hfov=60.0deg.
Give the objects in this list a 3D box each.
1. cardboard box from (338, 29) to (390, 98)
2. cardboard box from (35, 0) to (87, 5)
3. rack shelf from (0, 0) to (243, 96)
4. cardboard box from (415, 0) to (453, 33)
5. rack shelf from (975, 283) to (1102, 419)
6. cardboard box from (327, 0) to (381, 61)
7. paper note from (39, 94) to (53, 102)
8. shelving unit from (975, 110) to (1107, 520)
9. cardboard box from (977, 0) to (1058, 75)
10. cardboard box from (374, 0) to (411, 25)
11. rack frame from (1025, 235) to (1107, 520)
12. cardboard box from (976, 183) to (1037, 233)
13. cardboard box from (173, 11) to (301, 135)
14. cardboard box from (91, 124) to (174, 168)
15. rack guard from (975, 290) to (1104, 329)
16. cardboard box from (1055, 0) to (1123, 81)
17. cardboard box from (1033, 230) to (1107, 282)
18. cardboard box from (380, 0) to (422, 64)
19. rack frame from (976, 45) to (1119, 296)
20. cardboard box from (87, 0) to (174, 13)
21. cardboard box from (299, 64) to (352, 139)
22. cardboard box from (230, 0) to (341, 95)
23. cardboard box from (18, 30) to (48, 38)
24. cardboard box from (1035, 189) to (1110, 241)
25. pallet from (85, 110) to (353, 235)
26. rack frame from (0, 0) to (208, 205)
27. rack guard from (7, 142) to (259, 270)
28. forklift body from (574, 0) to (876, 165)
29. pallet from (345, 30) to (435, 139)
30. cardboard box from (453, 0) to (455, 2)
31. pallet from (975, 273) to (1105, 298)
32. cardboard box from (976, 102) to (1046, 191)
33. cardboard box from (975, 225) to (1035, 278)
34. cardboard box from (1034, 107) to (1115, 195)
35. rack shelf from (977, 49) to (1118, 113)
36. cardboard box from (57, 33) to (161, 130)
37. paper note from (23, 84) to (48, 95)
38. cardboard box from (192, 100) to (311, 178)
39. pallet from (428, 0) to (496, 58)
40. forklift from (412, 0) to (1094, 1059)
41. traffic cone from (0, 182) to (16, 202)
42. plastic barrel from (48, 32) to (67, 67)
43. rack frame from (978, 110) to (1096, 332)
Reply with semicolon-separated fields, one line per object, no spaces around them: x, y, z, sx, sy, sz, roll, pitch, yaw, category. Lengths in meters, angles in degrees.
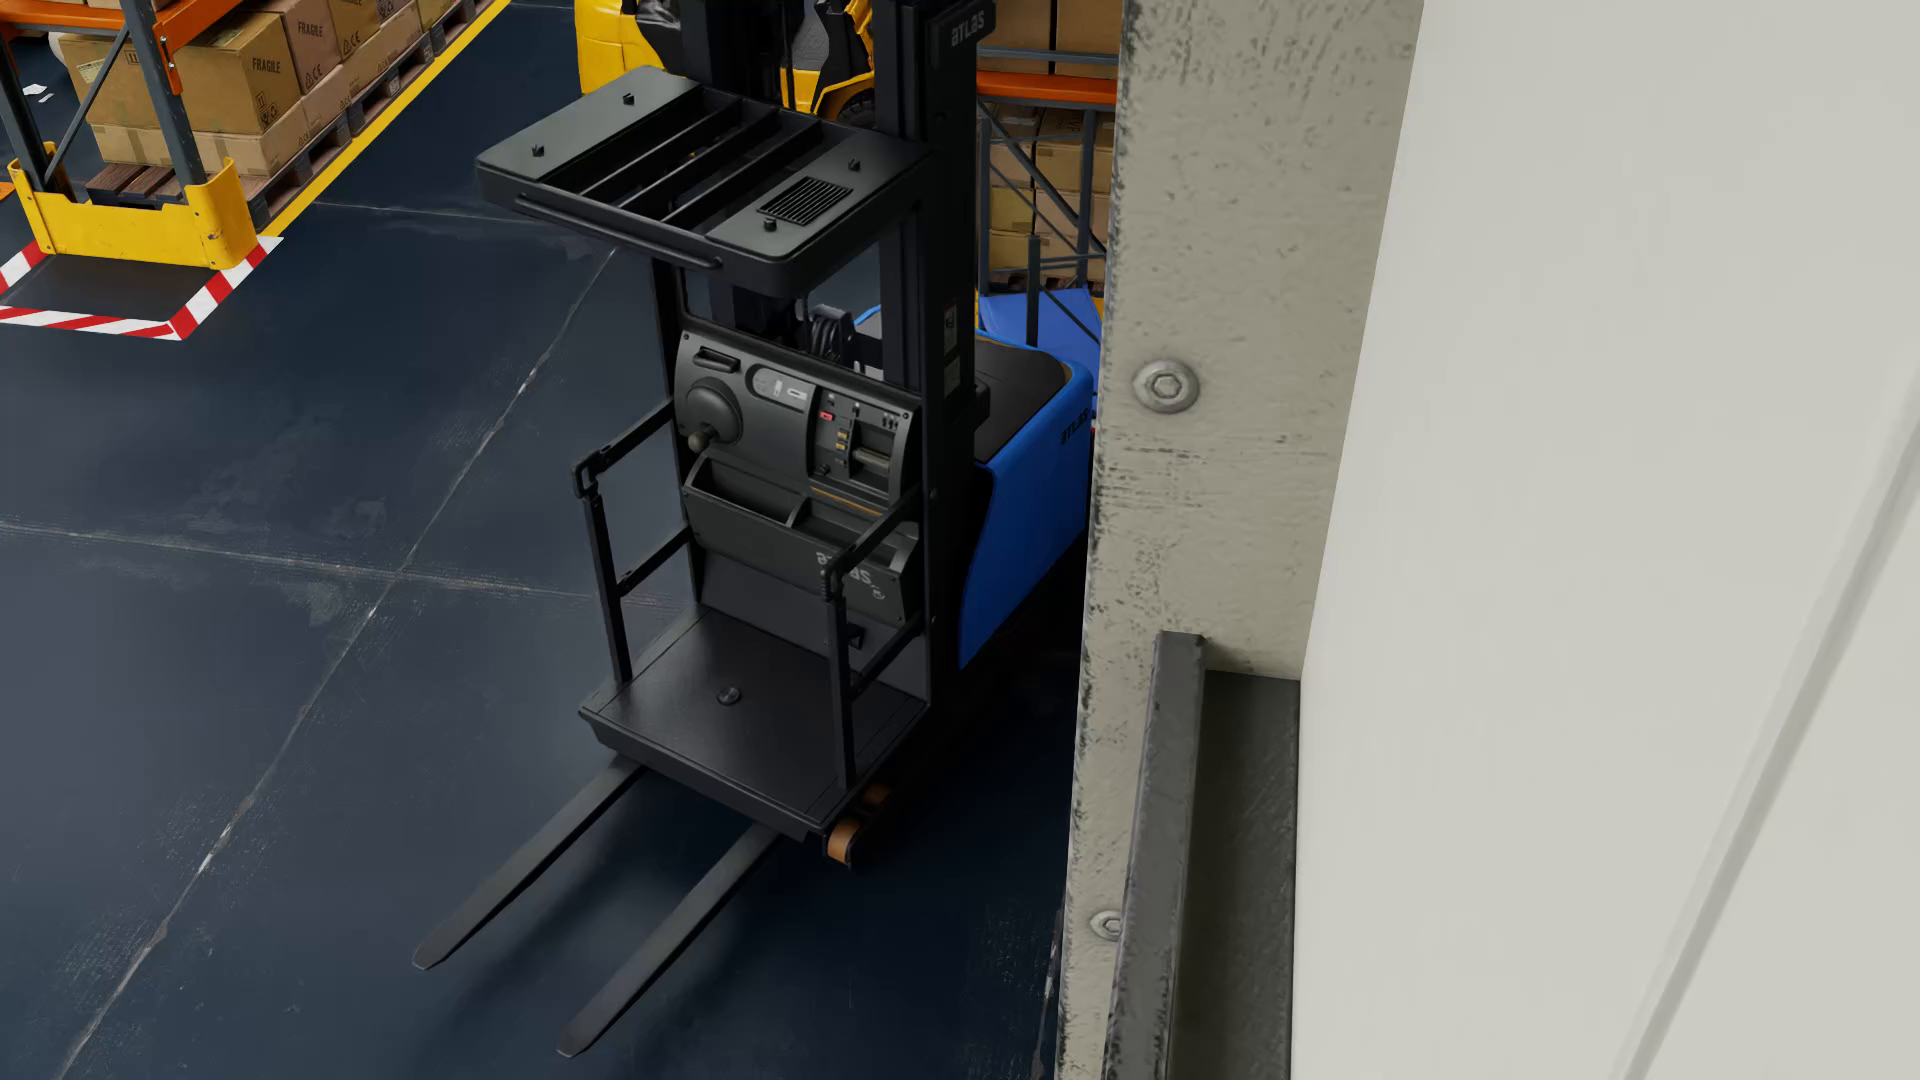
-3.916;-2.980;10.329;0.500;0.250;0.500;9;40;11;cardboard box
-4.652;-2.900;8.601;0.380;0.149;0.250;8;40;9;cardboard box
-4.160;-3.717;9.956;1.077;0.370;4.000;6;40;8;rack shelf
-3.734;-3.615;11.097;0.500;0.250;0.500;5;40;6;cardboard box
0.420;-0.771;7.288;0.538;0.185;1.000;-6;40;-8;rack shelf
-3.910;-3.263;10.083;0.500;0.500;0.500;7;40;9;cardboard box
-5.867;-2.839;10.676;0.032;0.001;0.123;6;40;8;paper note
0.420;-0.910;7.174;0.538;1.500;1.048;-6;40;-8;shelving unit
0.210;-2.570;7.926;0.500;0.500;0.500;6;40;7;cardboard box
-3.825;-3.600;10.489;0.500;0.500;0.500;8;40;10;cardboard box
0.508;-0.591;6.788;0.500;1.500;0.032;-6;40;-8;rack frame
0.160;-1.828;8.543;0.500;0.250;0.500;6;40;7;cardboard box
-4.091;-2.621;9.305;0.500;0.500;0.500;5;40;6;cardboard box
-4.627;-2.393;9.618;0.500;0.250;0.500;6;40;7;cardboard box
0.379;-1.215;8.328;1.175;0.500;0.348;6;40;8;rack guard
0.743;-2.513;7.856;0.500;0.500;0.500;8;40;9;cardboard box
0.661;-1.583;8.638;0.500;0.250;0.500;7;40;8;cardboard box
-3.826;-3.297;10.712;0.500;0.250;0.500;7;40;8;cardboard box
0.383;-2.194;7.549;1.000;3.000;0.127;6;40;8;rack frame
-4.243;-2.832;8.519;0.380;0.149;0.250;7;40;8;cardboard box
-3.998;-2.636;9.913;0.500;0.250;0.500;8;40;9;cardboard box
-4.004;-2.949;9.703;0.500;0.500;0.500;5;40;6;cardboard box
-6.542;-3.798;11.343;0.797;0.637;0.503;6;40;8;cardboard box
0.669;-1.761;8.462;0.500;0.250;0.500;7;40;8;cardboard box
-4.318;-2.218;9.767;1.003;0.211;1.213;6;40;8;pallet
-4.506;-2.739;8.208;1.000;3.000;0.127;6;40;8;rack frame
-4.493;-1.823;9.063;1.175;0.500;0.348;6;40;8;rack guard
-1.085;-3.258;9.502;2.313;2.155;1.214;6;40;8;forklift body
-4.104;-2.981;10.690;1.003;0.211;1.213;6;40;8;pallet
-3.651;-3.951;11.502;0.500;0.250;0.500;8;40;10;cardboard box
0.474;-1.604;9.024;1.003;0.211;1.213;6;40;8;pallet
0.156;-2.005;8.364;0.500;0.250;0.500;8;40;9;cardboard box
0.154;-1.626;8.690;0.500;0.250;0.500;7;40;8;cardboard box
0.653;-1.962;8.313;0.500;0.250;0.500;6;40;7;cardboard box
0.729;-3.172;9.297;1.077;0.370;4.000;6;40;8;rack shelf
-4.624;-2.661;9.355;0.500;0.500;0.500;7;40;8;cardboard box
-6.008;-2.919;10.766;0.148;0.019;0.142;20;44;23;paper note
-4.094;-2.317;9.526;0.500;0.250;0.500;6;40;7;cardboard box
-3.895;-3.749;11.619;1.003;0.211;1.213;6;40;8;pallet
-0.669;-0.329;5.348;1.130;2.935;3.031;21;44;24;forklift
-5.702;-2.173;9.515;0.336;0.463;0.334;6;40;8;traffic cone
-5.640;-3.209;10.799;0.421;0.421;0.512;-28;47;-30;plastic barrel
0.332;-1.229;7.559;0.500;1.500;0.032;-6;40;-8;rack frame
